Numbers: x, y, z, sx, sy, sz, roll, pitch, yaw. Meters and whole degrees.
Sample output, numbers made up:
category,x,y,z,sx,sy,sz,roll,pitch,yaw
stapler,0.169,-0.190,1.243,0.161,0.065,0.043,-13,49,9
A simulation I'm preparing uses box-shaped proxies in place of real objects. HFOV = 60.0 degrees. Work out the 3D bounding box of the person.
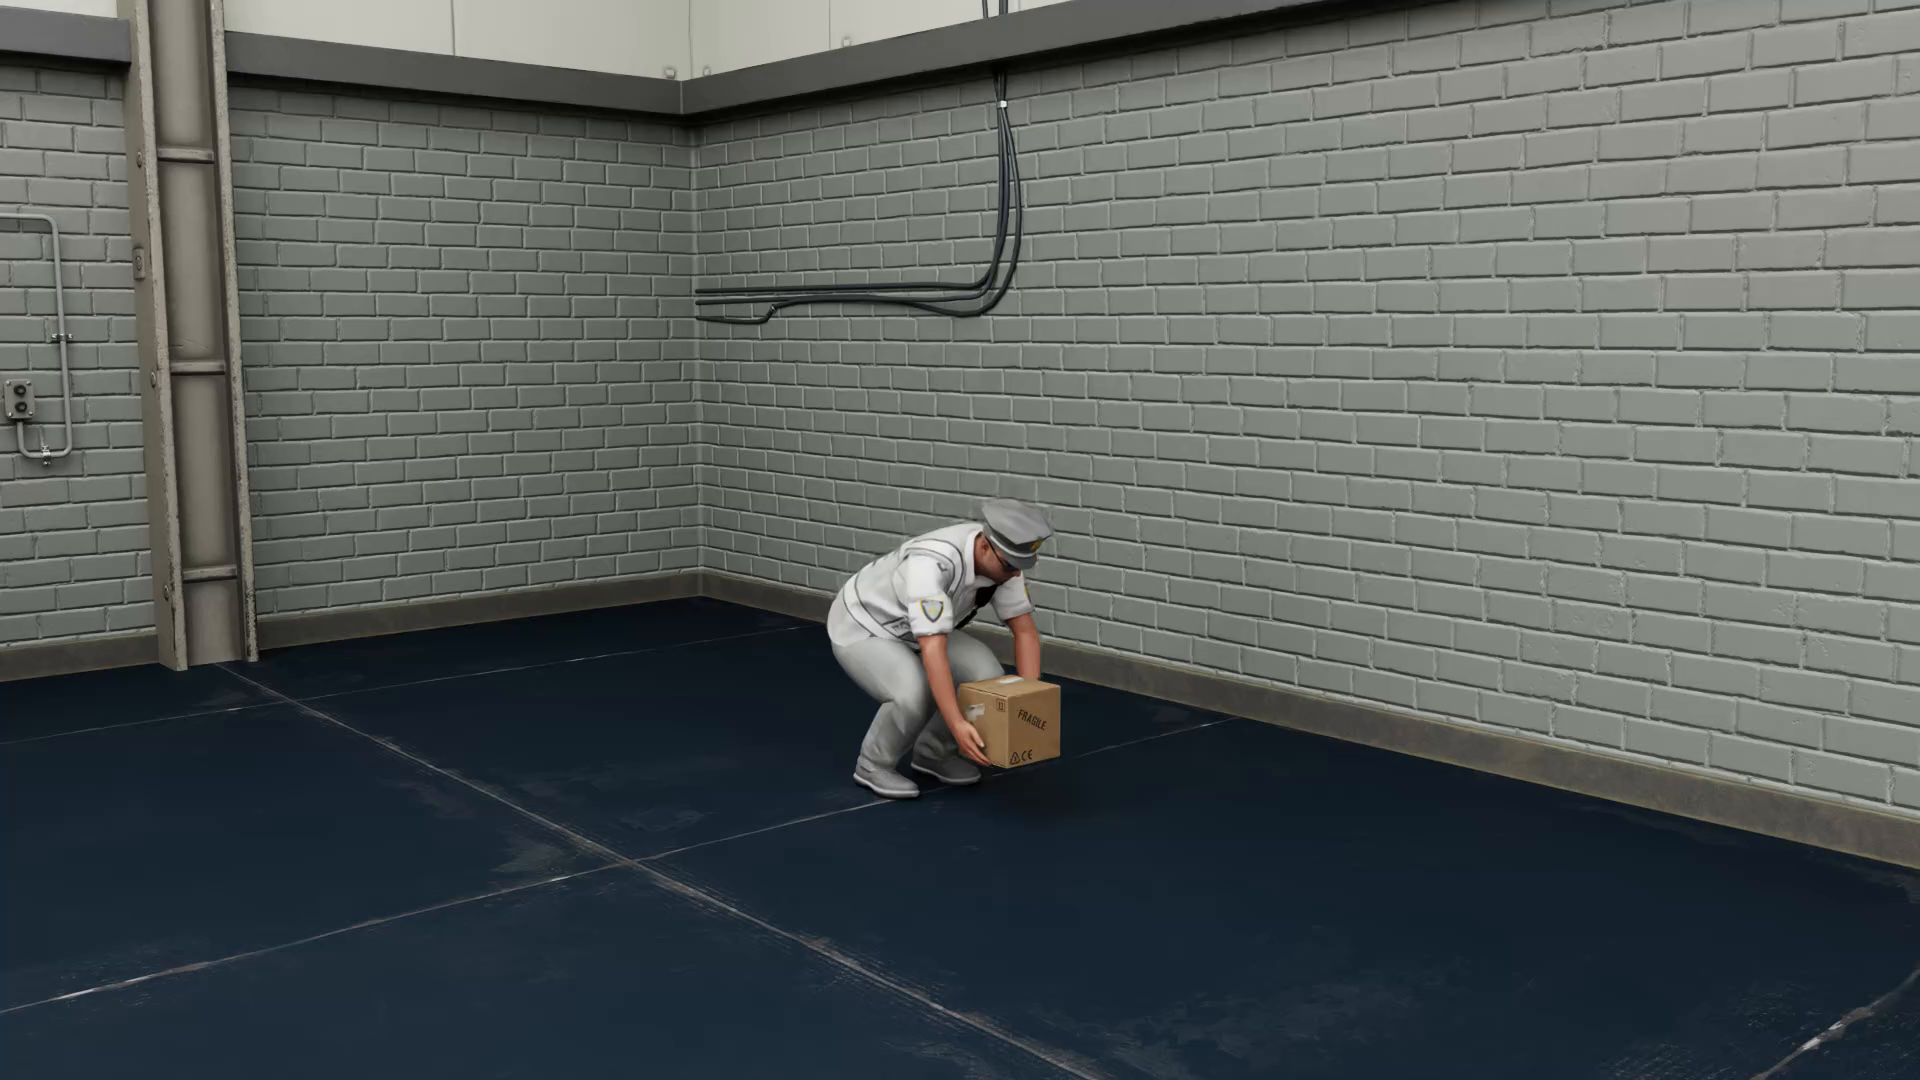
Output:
category,x,y,z,sx,sy,sz,roll,pitch,yaw
person,-0.059,0.374,5.996,0.573,1.082,0.917,-6,10,-41
